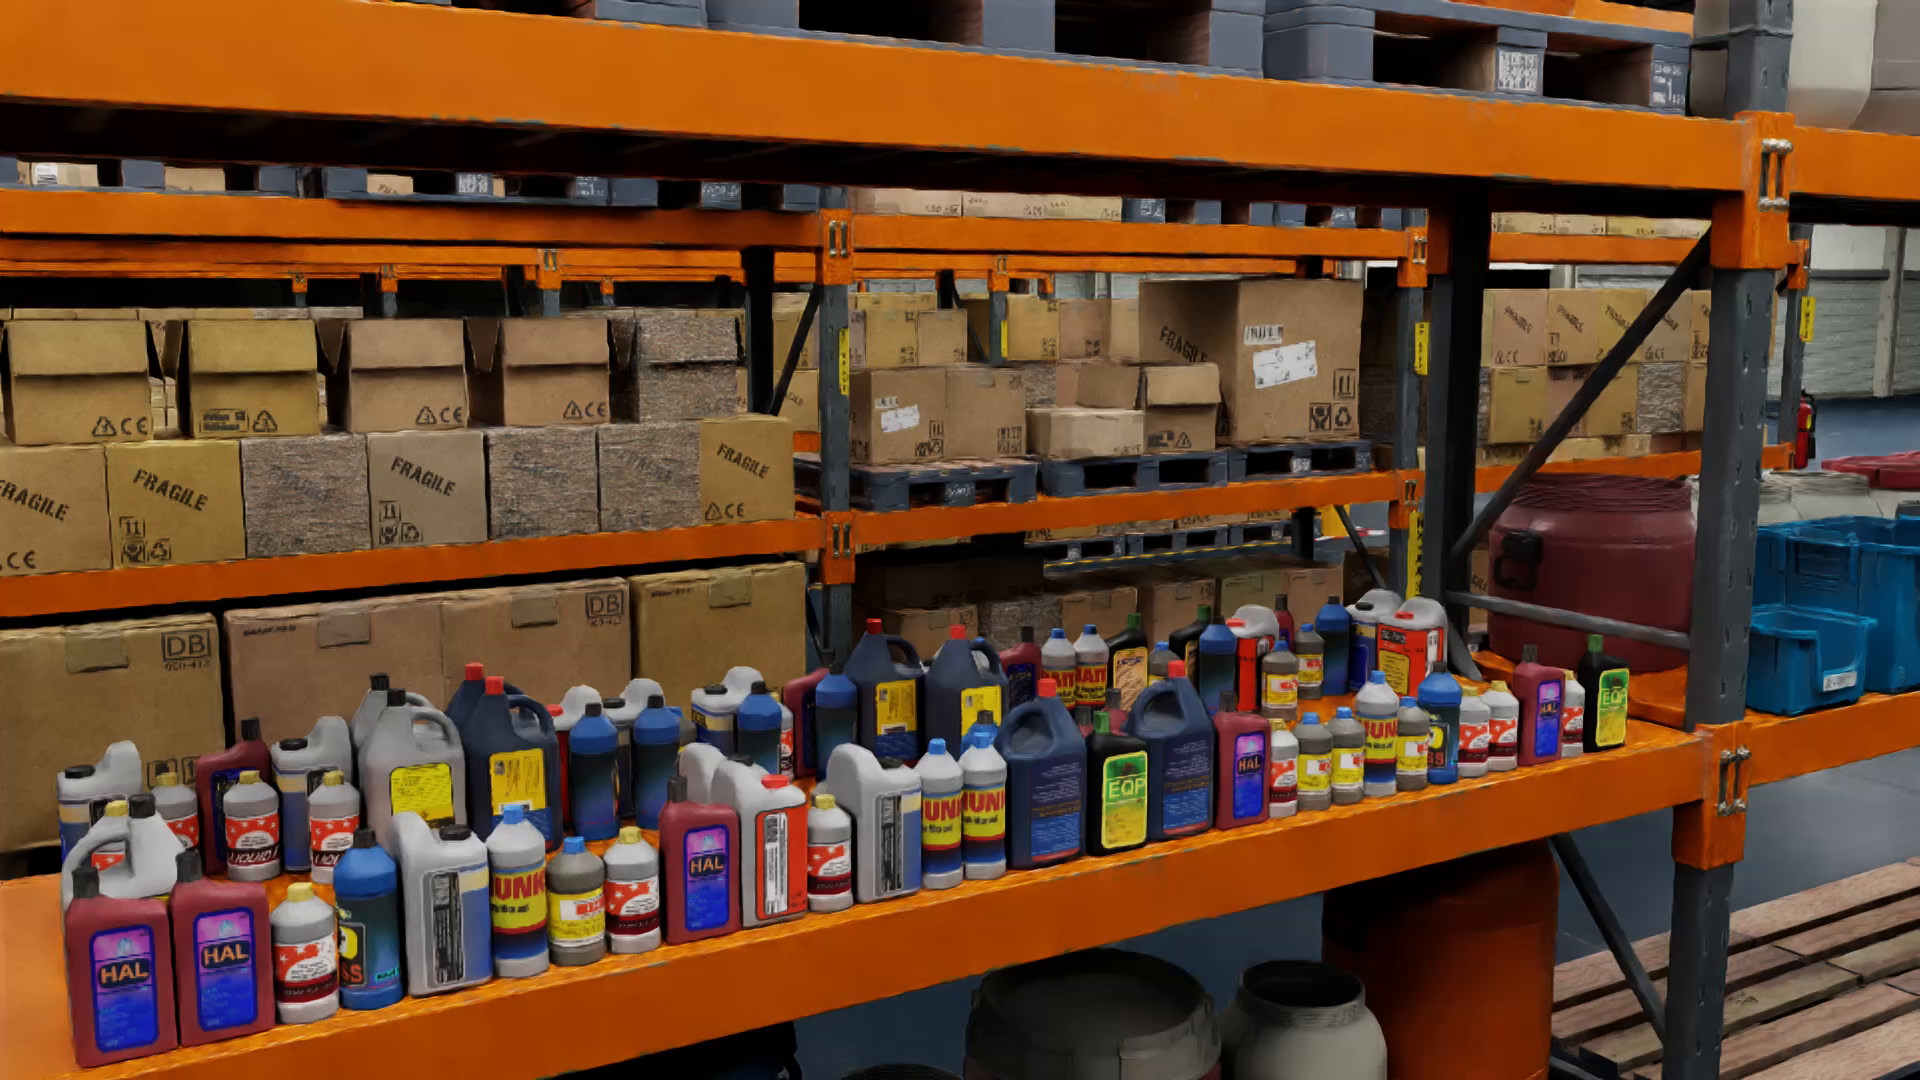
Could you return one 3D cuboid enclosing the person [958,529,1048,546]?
[{"bbox_3d":[0.277,-0.110,11.574,0.616,1.647,0.480,4,9,26],"label":"person"}]
